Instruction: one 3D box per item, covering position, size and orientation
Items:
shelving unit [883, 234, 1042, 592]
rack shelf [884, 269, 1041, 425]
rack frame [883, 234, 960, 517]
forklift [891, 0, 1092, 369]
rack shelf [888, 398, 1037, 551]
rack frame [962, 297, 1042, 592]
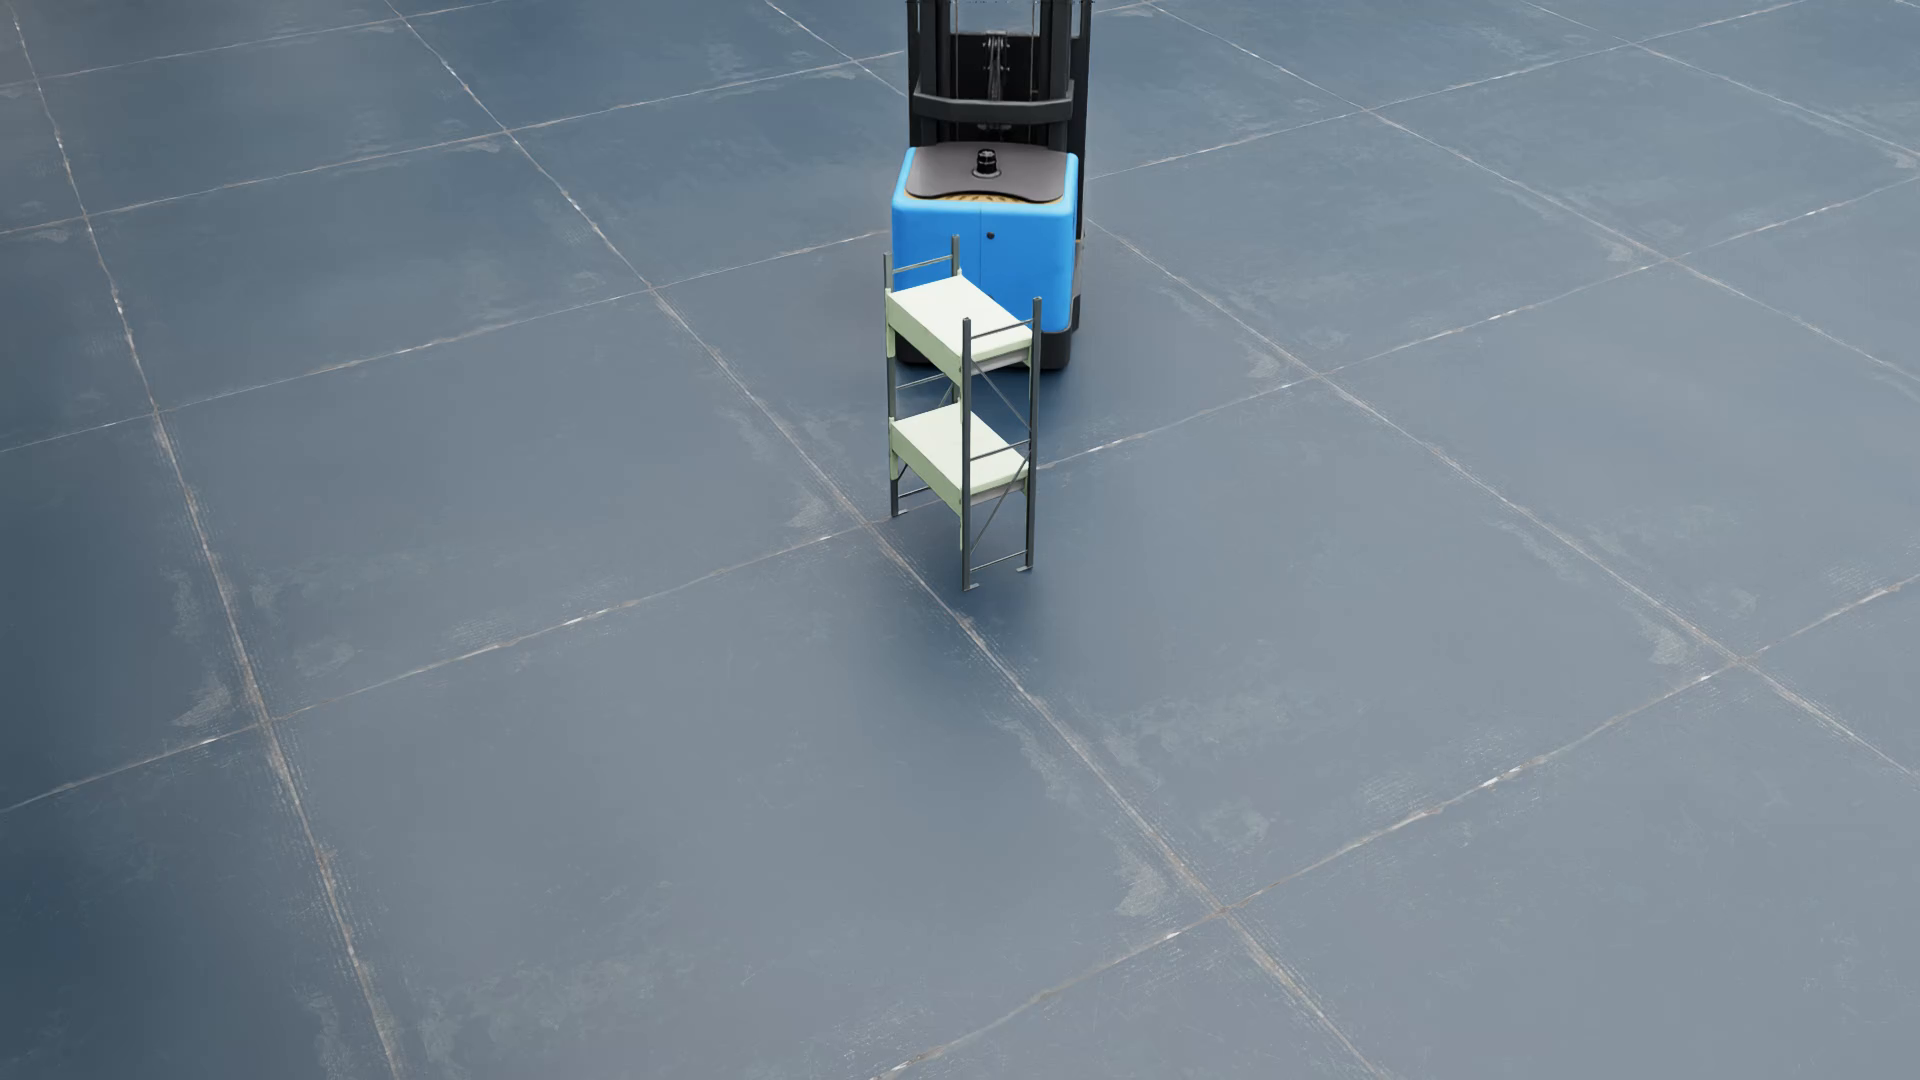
[{"bbox_3d":[0.003,-0.602,8.030,0.431,1.500,0.755,-19,40,-24],"label":"shelving unit"},{"bbox_3d":[0.003,-0.917,7.800,0.431,0.370,0.720,-19,40,-24],"label":"rack shelf"},{"bbox_3d":[-0.181,-0.789,8.286,0.400,1.500,0.023,-19,40,-24],"label":"rack frame"},{"bbox_3d":[0.255,-3.039,10.153,1.130,2.935,3.031,3,36,4],"label":"forklift"},{"bbox_3d":[0.003,-0.339,8.223,0.431,0.370,0.720,-19,40,-24],"label":"rack shelf"},{"bbox_3d":[0.187,-0.416,7.775,0.400,1.500,0.023,-19,40,-24],"label":"rack frame"}]
